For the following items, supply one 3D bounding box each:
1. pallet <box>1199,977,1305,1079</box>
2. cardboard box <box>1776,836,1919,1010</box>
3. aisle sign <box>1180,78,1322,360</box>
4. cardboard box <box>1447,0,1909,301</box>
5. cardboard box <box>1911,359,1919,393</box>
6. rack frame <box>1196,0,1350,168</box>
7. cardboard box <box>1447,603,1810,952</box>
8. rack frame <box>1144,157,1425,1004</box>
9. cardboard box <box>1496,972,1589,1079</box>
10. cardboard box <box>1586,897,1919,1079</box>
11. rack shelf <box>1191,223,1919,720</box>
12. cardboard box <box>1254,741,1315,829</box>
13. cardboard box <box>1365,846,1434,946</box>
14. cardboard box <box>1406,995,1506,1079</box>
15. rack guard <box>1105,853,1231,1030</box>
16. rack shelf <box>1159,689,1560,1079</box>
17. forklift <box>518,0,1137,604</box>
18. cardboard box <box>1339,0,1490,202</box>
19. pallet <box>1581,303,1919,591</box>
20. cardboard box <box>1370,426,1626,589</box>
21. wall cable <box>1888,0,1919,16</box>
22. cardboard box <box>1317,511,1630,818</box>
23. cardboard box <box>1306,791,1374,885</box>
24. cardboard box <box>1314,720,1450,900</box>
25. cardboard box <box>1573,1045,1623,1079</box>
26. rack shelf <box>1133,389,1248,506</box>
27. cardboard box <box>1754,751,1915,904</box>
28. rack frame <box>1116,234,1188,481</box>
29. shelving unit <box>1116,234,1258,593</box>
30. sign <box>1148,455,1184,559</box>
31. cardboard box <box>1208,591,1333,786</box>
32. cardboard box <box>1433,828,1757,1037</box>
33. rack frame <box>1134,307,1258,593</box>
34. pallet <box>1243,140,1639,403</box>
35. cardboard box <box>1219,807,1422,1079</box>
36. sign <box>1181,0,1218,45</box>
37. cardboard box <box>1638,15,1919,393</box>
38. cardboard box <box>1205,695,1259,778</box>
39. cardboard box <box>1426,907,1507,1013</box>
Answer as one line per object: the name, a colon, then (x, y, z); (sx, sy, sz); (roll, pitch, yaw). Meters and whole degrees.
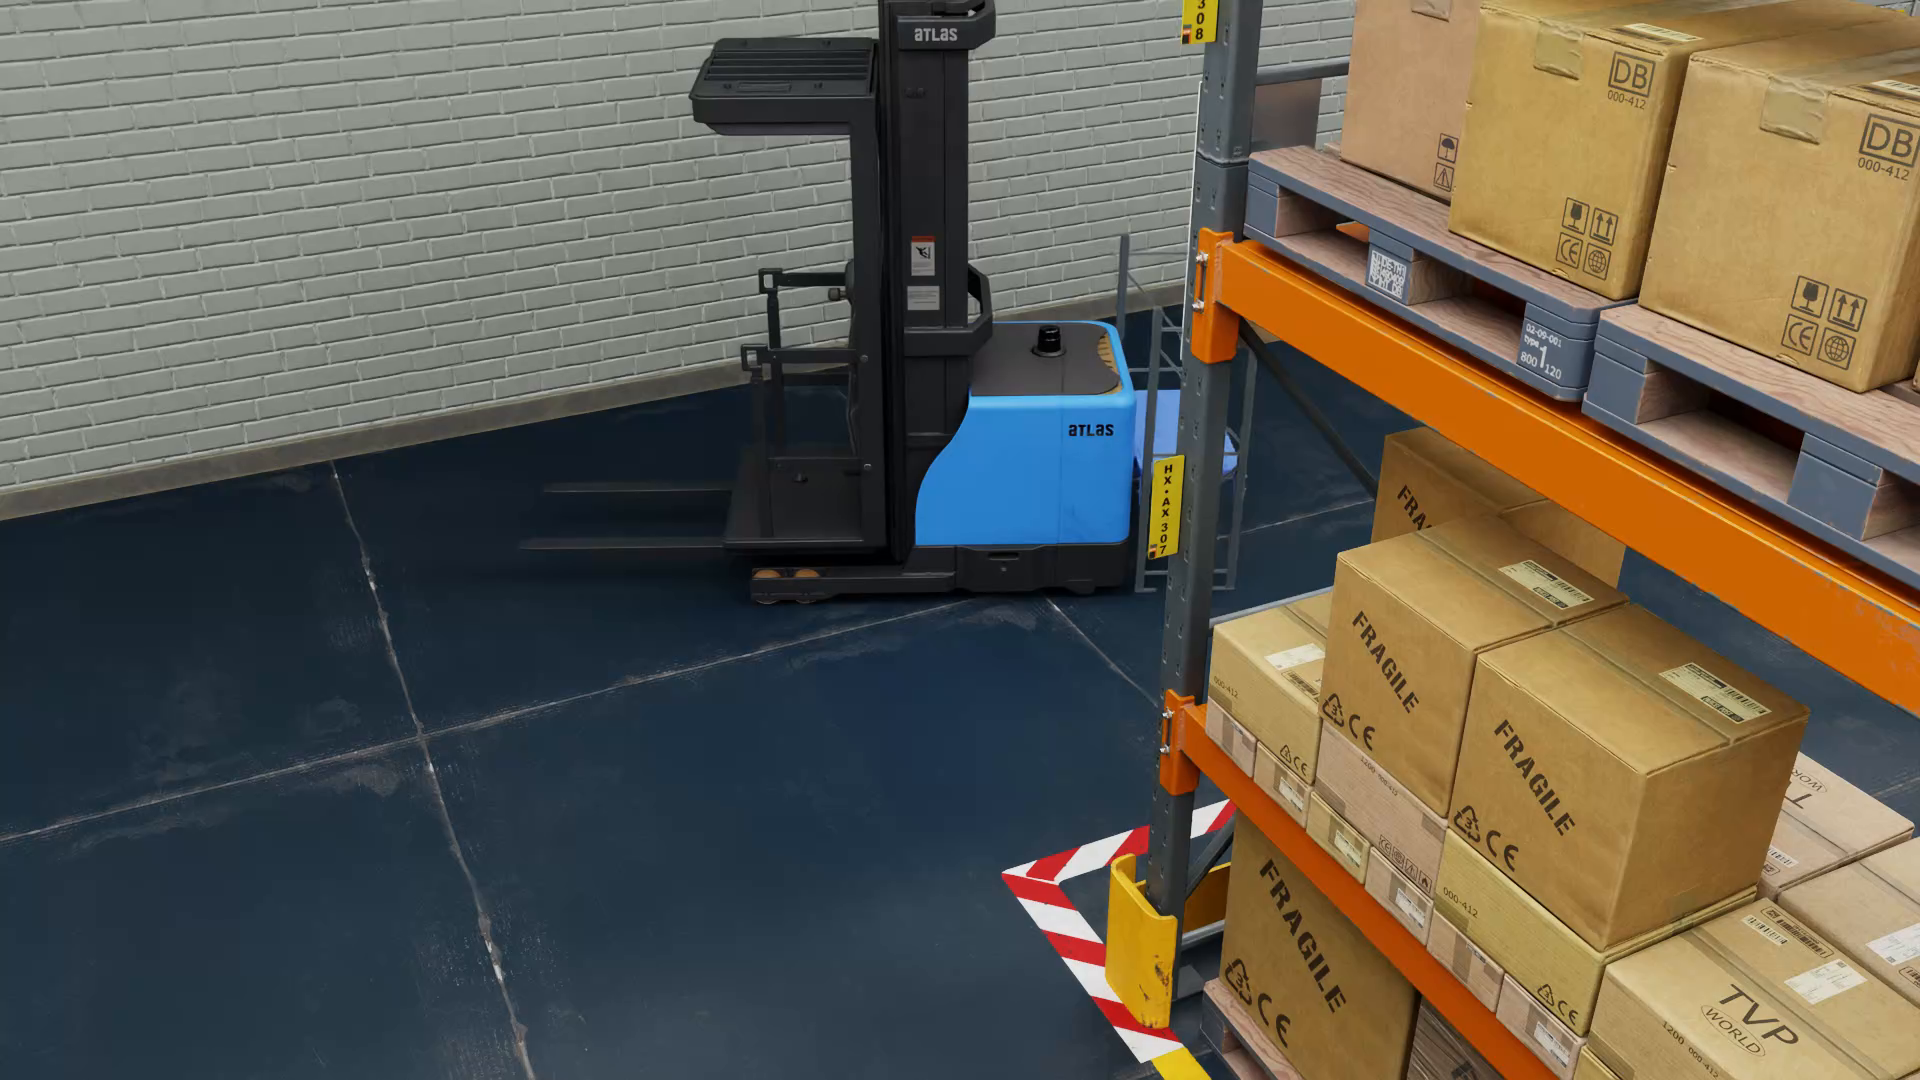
pallet: (1.523, 1.757, 5.401); (1.003, 0.211, 1.213); (-13, 32, -22)
cardboard box: (2.220, 0.976, 3.792); (0.500, 0.250, 0.500); (-13, 32, -22)
aisle sign: (0.807, -0.899, 4.628); (0.394, 0.787, 0.004); (-13, 32, -22)
cardboard box: (1.513, -0.883, 3.557); (0.700, 0.500, 0.500); (-14, 32, -24)
cardboard box: (2.113, -0.440, 2.768); (0.700, 0.500, 0.500); (-12, 31, -20)
rack frame: (1.109, -2.413, 3.853); (1.000, 3.000, 0.127); (-13, 32, -22)
cardboard box: (1.514, 0.529, 3.821); (0.500, 0.500, 0.500); (-14, 32, -23)
rack frame: (1.109, 0.204, 5.320); (1.000, 3.000, 0.127); (-13, 32, -22)
cardboard box: (1.518, 1.107, 3.966); (0.380, 0.149, 0.250); (-13, 32, -23)
cardboard box: (1.742, 1.088, 3.591); (0.500, 0.250, 0.500); (-14, 32, -23)
rack shelf: (1.968, 0.093, 3.187); (1.077, 0.370, 4.000); (-13, 32, -22)
cardboard box: (1.075, 0.652, 4.777); (0.380, 0.149, 0.250); (-14, 32, -23)
cardboard box: (1.298, 0.880, 4.370); (0.380, 0.149, 0.250); (-14, 32, -23)
cardboard box: (1.847, 1.615, 4.546); (0.875, 0.875, 0.875); (-13, 32, -22)
rack guard: (1.099, 1.283, 5.950); (1.175, 0.500, 0.348); (-13, 32, -22)
rack shelf: (1.968, 1.401, 3.920); (1.077, 0.370, 4.000); (-13, 32, -22)
forklift: (-0.681, -1.226, 7.939); (3.031, 2.935, 1.130); (-1, 29, -1)
cardboard box: (1.381, -1.157, 4.045); (0.700, 0.500, 0.500); (-15, 33, -25)
pallet: (1.965, -0.201, 3.065); (1.003, 0.211, 1.213); (-13, 32, -22)
cardboard box: (1.556, -0.028, 4.815); (0.500, 0.500, 0.500); (-13, 32, -21)
wall cable: (7.618, -4.820, 13.208); (0.585, 1.953, 0.123); (-13, 32, -22)
cardboard box: (1.286, 0.302, 4.227); (0.500, 0.500, 0.500); (-14, 32, -23)
cardboard box: (1.185, 0.765, 4.575); (0.380, 0.149, 0.250); (-14, 32, -23)
cardboard box: (1.300, 0.636, 4.398); (0.500, 0.250, 0.500); (-13, 32, -23)
cardboard box: (1.625, 1.219, 3.767); (0.380, 0.149, 0.250); (-14, 32, -23)
rack shelf: (1.092, -0.496, 8.466); (0.538, 0.185, 1.000); (-1, 29, -3)
cardboard box: (1.993, 0.747, 4.201); (0.500, 0.250, 0.500); (-14, 32, -24)
rack frame: (1.063, -0.901, 8.820); (0.500, 1.500, 0.032); (-1, 29, -3)
shelving unit: (1.093, -0.653, 8.378); (0.538, 1.500, 1.048); (-1, 29, -3)
sign: (0.605, -0.095, 4.886); (0.100, 0.325, 0.005); (-13, 32, -22)
cardboard box: (1.071, 0.408, 4.805); (0.500, 0.250, 0.500); (-14, 32, -23)
cardboard box: (1.513, 0.859, 4.000); (0.500, 0.250, 0.500); (-14, 32, -24)
rack frame: (1.124, -0.405, 7.935); (0.500, 1.500, 0.032); (-1, 29, -3)
pallet: (1.437, -0.740, 4.027); (1.003, 0.211, 1.213); (-13, 32, -22)
cardboard box: (1.456, 1.213, 5.263); (0.875, 0.875, 0.875); (-13, 32, -22)
sign: (0.605, -1.407, 4.150); (0.100, 0.325, 0.005); (-13, 32, -22)
cardboard box: (1.779, -0.664, 3.167); (0.700, 0.500, 0.500); (-15, 33, -25)
cardboard box: (0.963, 0.539, 4.978); (0.380, 0.149, 0.250); (-13, 32, -21)
cardboard box: (1.406, 0.993, 4.169); (0.380, 0.149, 0.250); (-14, 32, -23)
